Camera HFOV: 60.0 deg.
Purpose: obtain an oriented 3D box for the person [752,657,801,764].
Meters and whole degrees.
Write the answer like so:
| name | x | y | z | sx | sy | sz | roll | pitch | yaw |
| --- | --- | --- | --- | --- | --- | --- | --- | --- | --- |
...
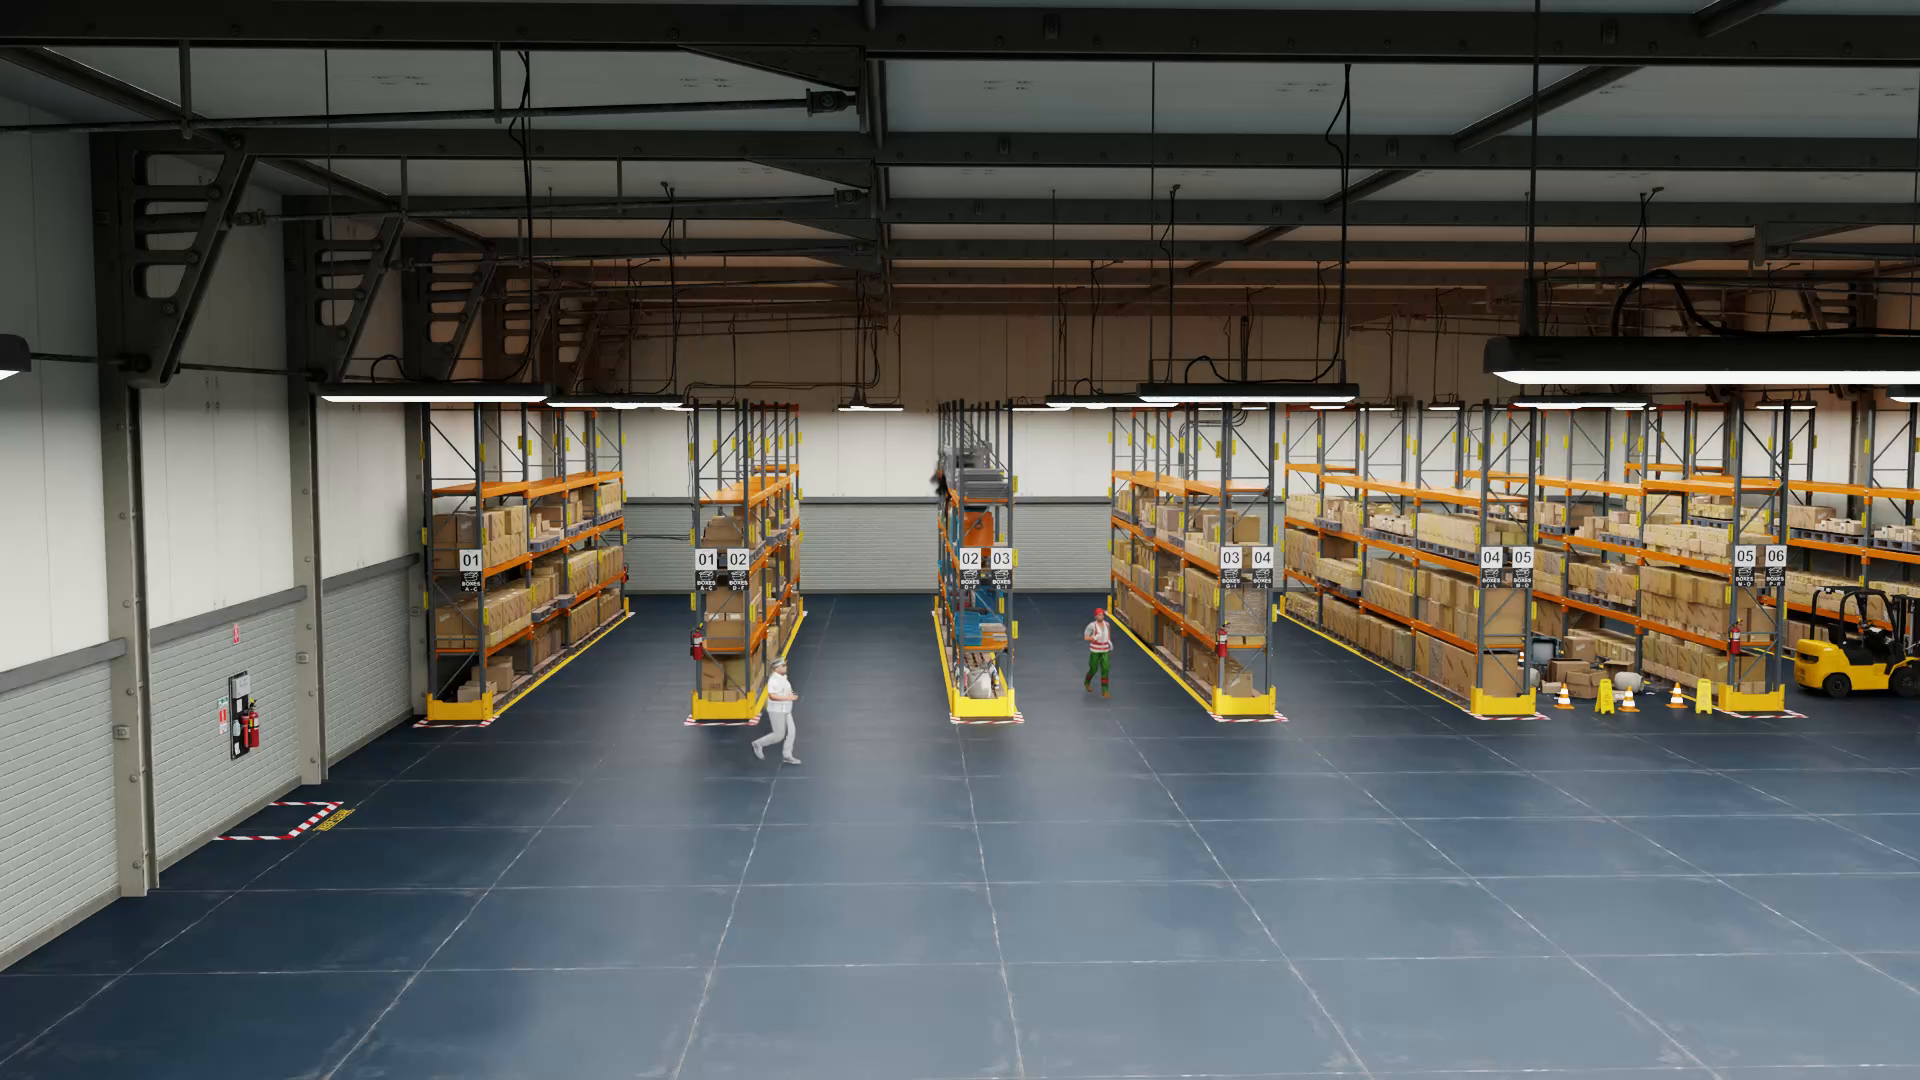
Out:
| name | x | y | z | sx | sy | sz | roll | pitch | yaw |
| --- | --- | --- | --- | --- | --- | --- | --- | --- | --- |
| person | -2.987 | 2.775 | 27.176 | 0.817 | 1.755 | 0.676 | 1 | 4 | 13 |

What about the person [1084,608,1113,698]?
| name | x | y | z | sx | sy | sz | roll | pitch | yaw |
| --- | --- | --- | --- | --- | --- | --- | --- | --- | --- |
| person | 2.794 | 2.249 | 33.506 | 0.662 | 1.774 | 0.994 | -2 | 5 | -20 |

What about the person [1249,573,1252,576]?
| name | x | y | z | sx | sy | sz | roll | pitch | yaw |
| --- | --- | --- | --- | --- | --- | --- | --- | --- | --- |
| person | 8.101 | 1.415 | 44.962 | 0.640 | 1.760 | 0.667 | 0 | 4 | 3 |
